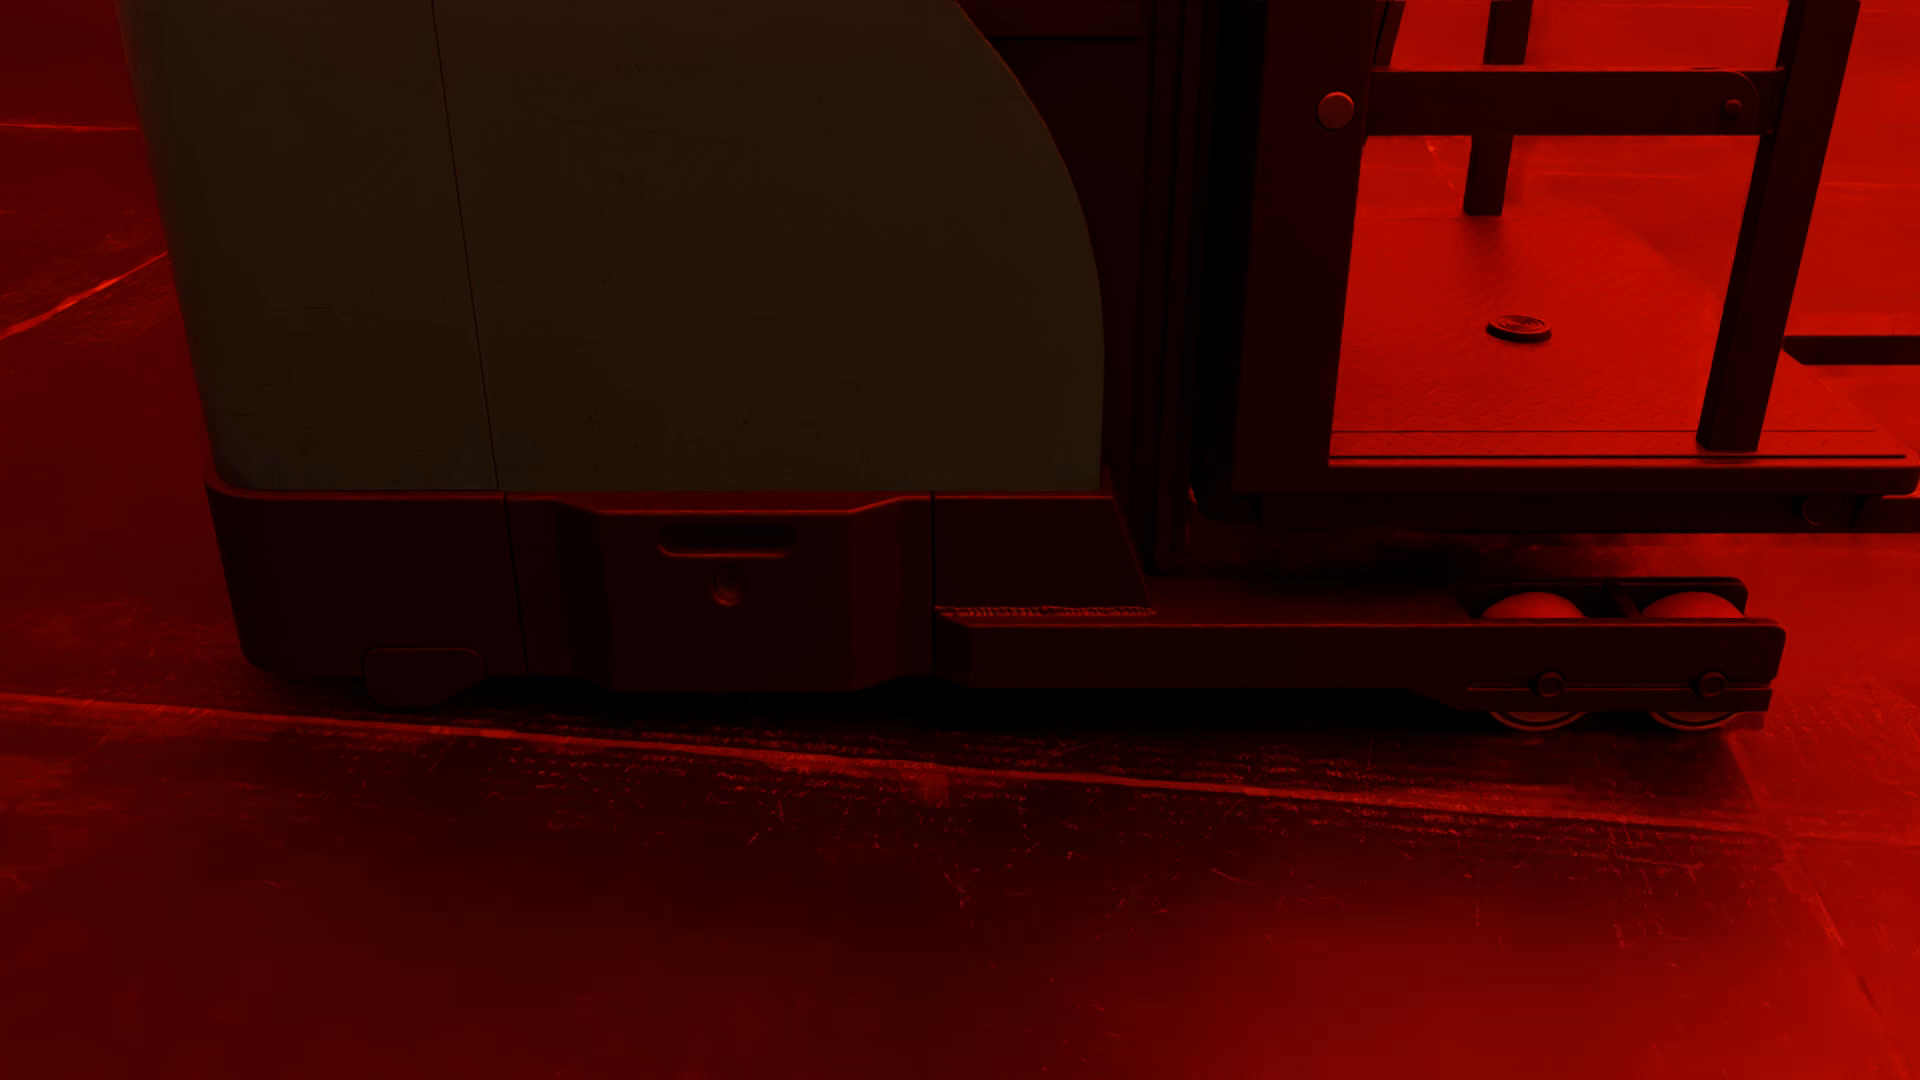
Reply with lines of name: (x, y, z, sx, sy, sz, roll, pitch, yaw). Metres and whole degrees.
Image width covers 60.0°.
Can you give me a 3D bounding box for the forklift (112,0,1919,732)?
forklift: (0.613, -1.317, 1.856, 3.031, 2.935, 1.130, 0, 27, 0)
